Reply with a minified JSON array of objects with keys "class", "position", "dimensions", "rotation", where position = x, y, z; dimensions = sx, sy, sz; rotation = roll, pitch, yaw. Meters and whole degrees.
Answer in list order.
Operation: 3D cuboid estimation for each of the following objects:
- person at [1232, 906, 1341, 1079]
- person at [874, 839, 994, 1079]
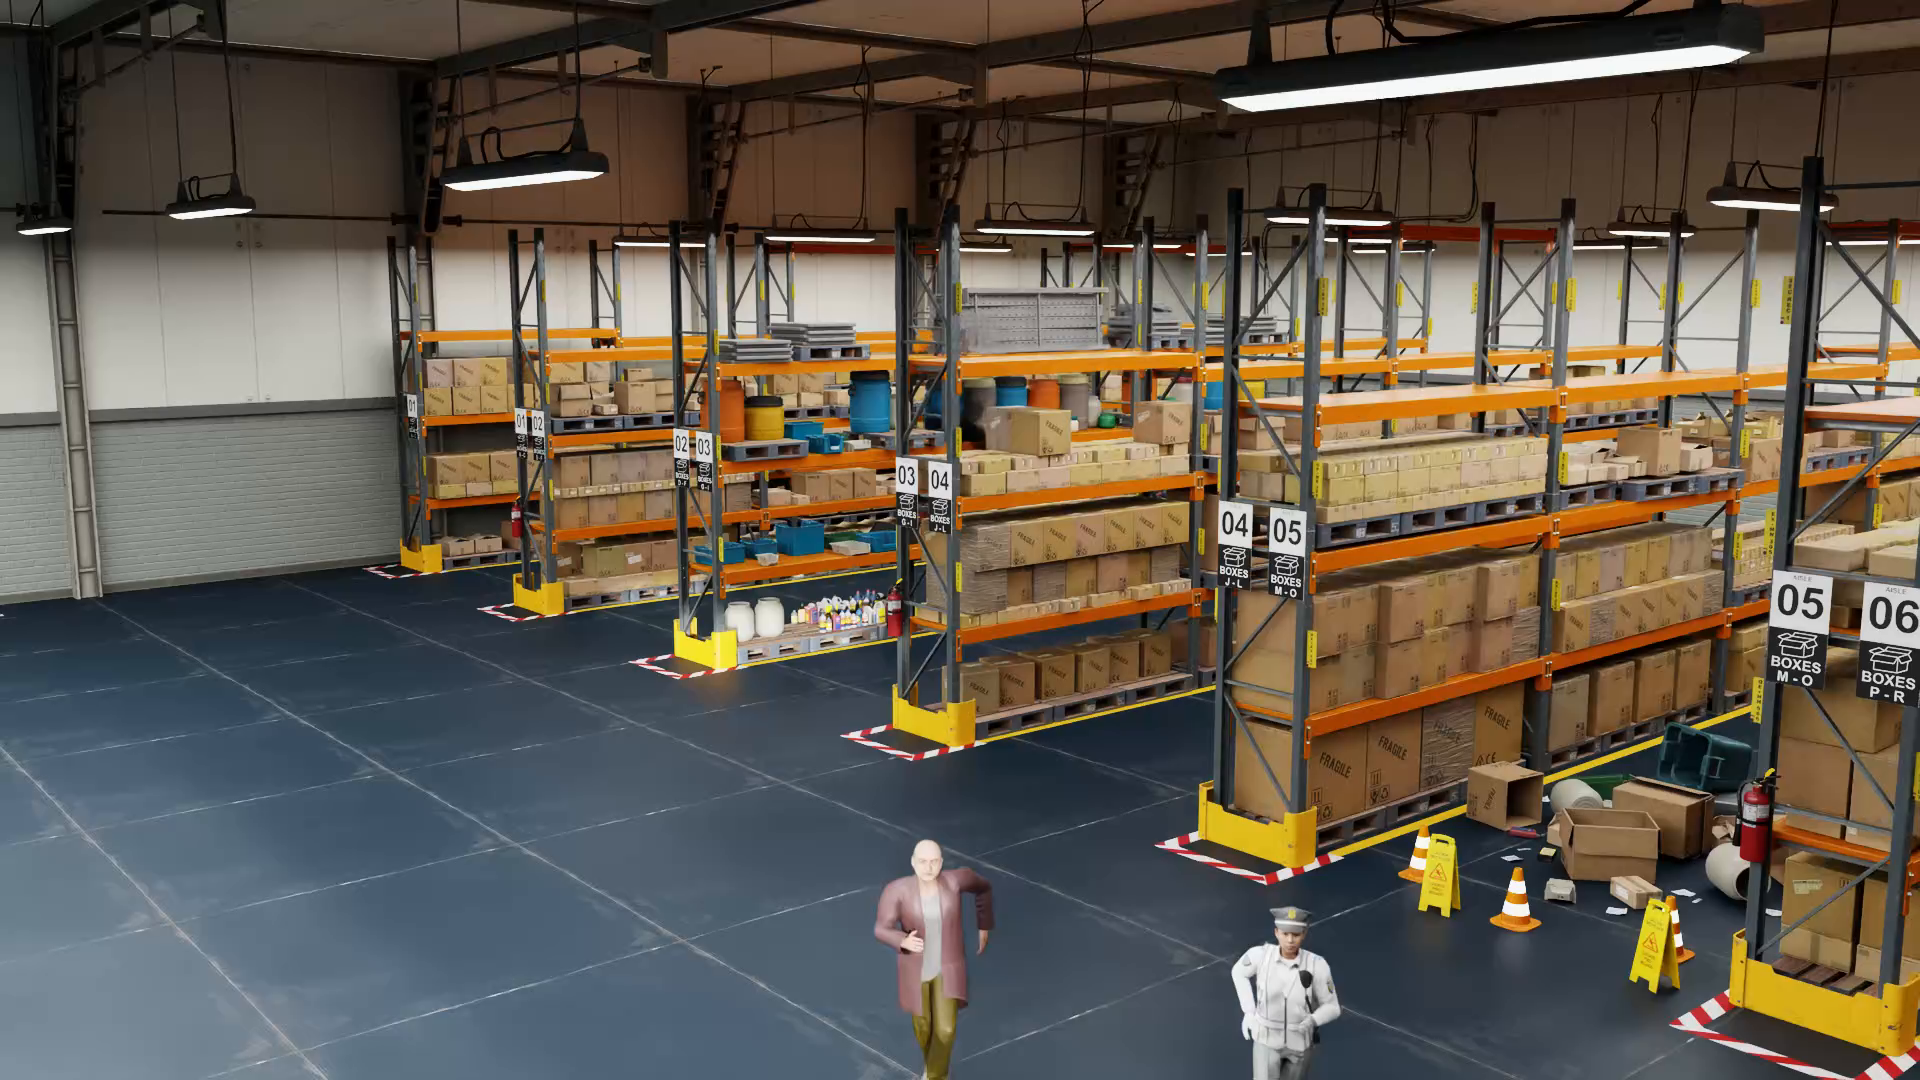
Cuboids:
[{"class":"person","position":[1.852,2.898,9.486],"dimensions":[0.597,1.755,0.775],"rotation":[1,9,7]},{"class":"person","position":[-0.158,2.707,10.429],"dimensions":[0.753,1.765,0.881],"rotation":[0,9,0]}]
